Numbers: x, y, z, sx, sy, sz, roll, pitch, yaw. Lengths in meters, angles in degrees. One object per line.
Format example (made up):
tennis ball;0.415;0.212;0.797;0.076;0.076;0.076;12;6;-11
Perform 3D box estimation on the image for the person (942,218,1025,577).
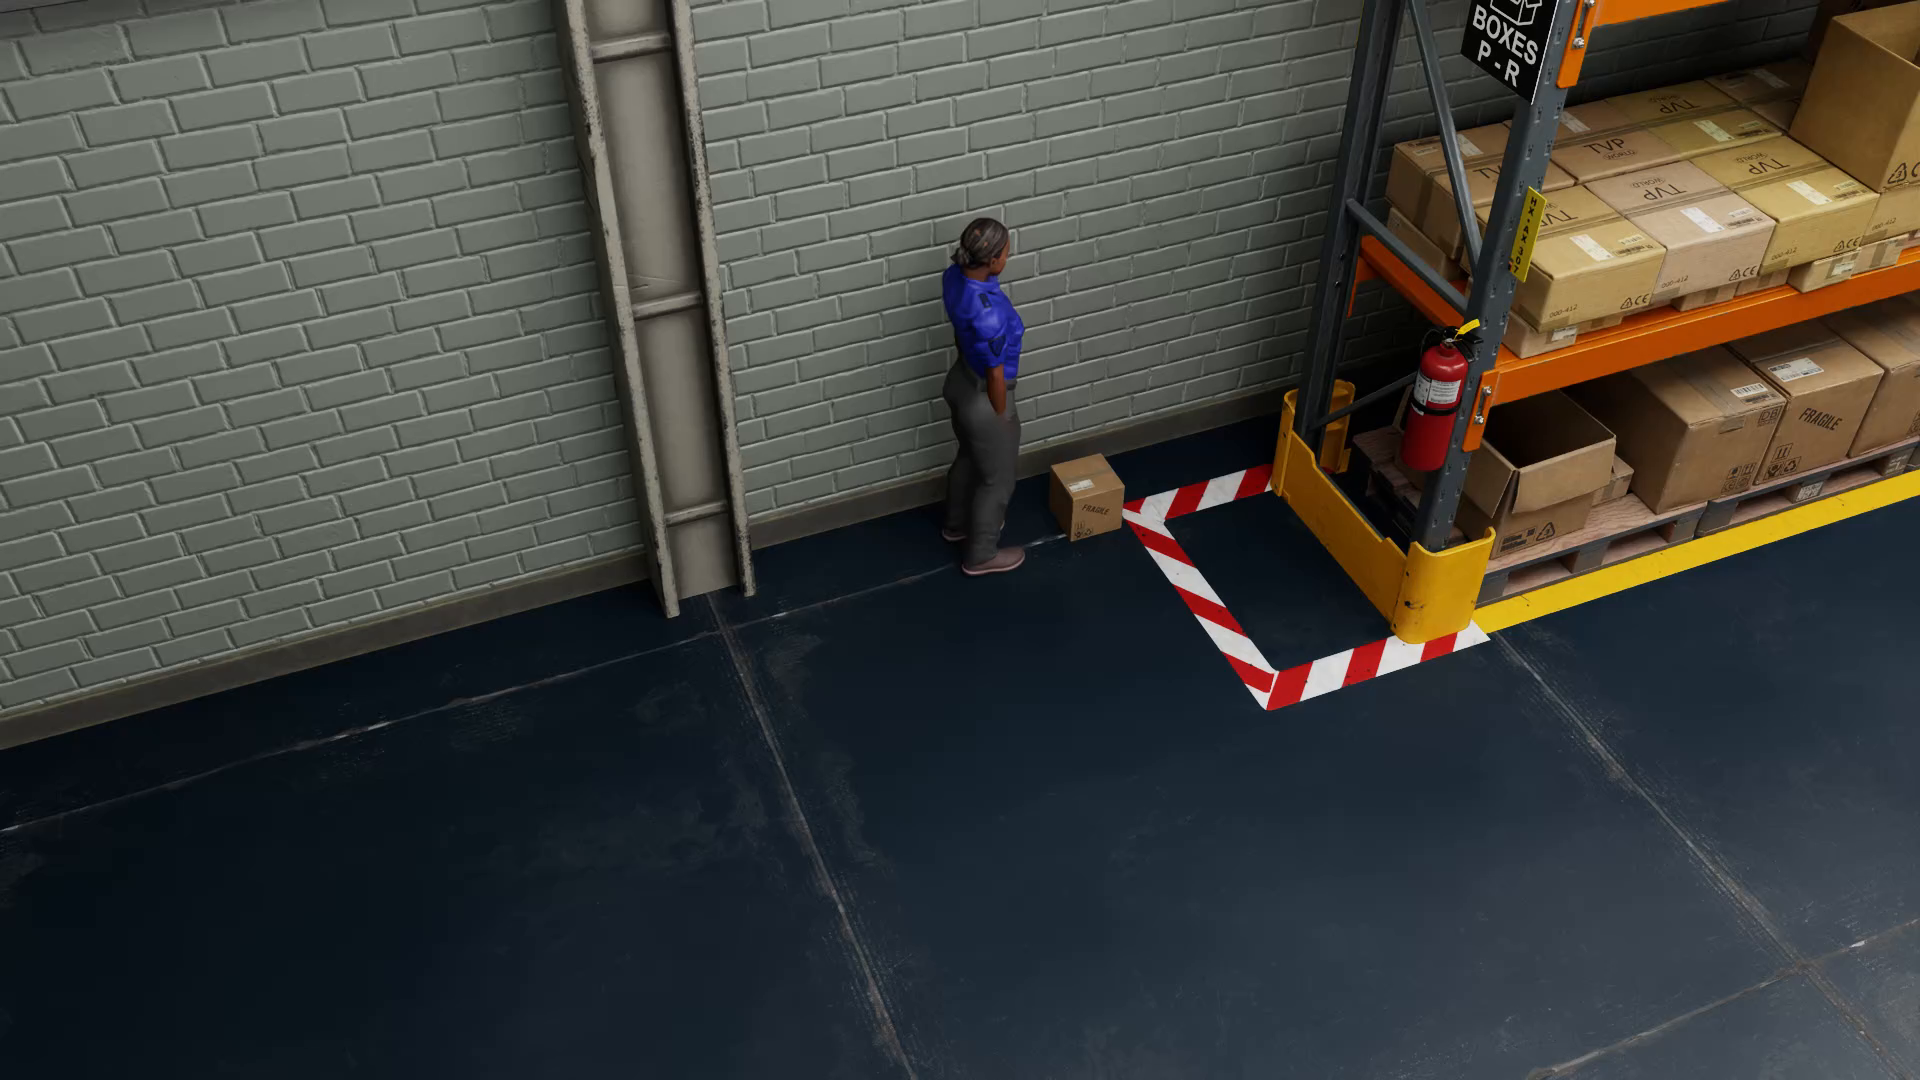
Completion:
person;0.093;-0.589;6.824;0.299;1.655;0.438;-15;44;-16
